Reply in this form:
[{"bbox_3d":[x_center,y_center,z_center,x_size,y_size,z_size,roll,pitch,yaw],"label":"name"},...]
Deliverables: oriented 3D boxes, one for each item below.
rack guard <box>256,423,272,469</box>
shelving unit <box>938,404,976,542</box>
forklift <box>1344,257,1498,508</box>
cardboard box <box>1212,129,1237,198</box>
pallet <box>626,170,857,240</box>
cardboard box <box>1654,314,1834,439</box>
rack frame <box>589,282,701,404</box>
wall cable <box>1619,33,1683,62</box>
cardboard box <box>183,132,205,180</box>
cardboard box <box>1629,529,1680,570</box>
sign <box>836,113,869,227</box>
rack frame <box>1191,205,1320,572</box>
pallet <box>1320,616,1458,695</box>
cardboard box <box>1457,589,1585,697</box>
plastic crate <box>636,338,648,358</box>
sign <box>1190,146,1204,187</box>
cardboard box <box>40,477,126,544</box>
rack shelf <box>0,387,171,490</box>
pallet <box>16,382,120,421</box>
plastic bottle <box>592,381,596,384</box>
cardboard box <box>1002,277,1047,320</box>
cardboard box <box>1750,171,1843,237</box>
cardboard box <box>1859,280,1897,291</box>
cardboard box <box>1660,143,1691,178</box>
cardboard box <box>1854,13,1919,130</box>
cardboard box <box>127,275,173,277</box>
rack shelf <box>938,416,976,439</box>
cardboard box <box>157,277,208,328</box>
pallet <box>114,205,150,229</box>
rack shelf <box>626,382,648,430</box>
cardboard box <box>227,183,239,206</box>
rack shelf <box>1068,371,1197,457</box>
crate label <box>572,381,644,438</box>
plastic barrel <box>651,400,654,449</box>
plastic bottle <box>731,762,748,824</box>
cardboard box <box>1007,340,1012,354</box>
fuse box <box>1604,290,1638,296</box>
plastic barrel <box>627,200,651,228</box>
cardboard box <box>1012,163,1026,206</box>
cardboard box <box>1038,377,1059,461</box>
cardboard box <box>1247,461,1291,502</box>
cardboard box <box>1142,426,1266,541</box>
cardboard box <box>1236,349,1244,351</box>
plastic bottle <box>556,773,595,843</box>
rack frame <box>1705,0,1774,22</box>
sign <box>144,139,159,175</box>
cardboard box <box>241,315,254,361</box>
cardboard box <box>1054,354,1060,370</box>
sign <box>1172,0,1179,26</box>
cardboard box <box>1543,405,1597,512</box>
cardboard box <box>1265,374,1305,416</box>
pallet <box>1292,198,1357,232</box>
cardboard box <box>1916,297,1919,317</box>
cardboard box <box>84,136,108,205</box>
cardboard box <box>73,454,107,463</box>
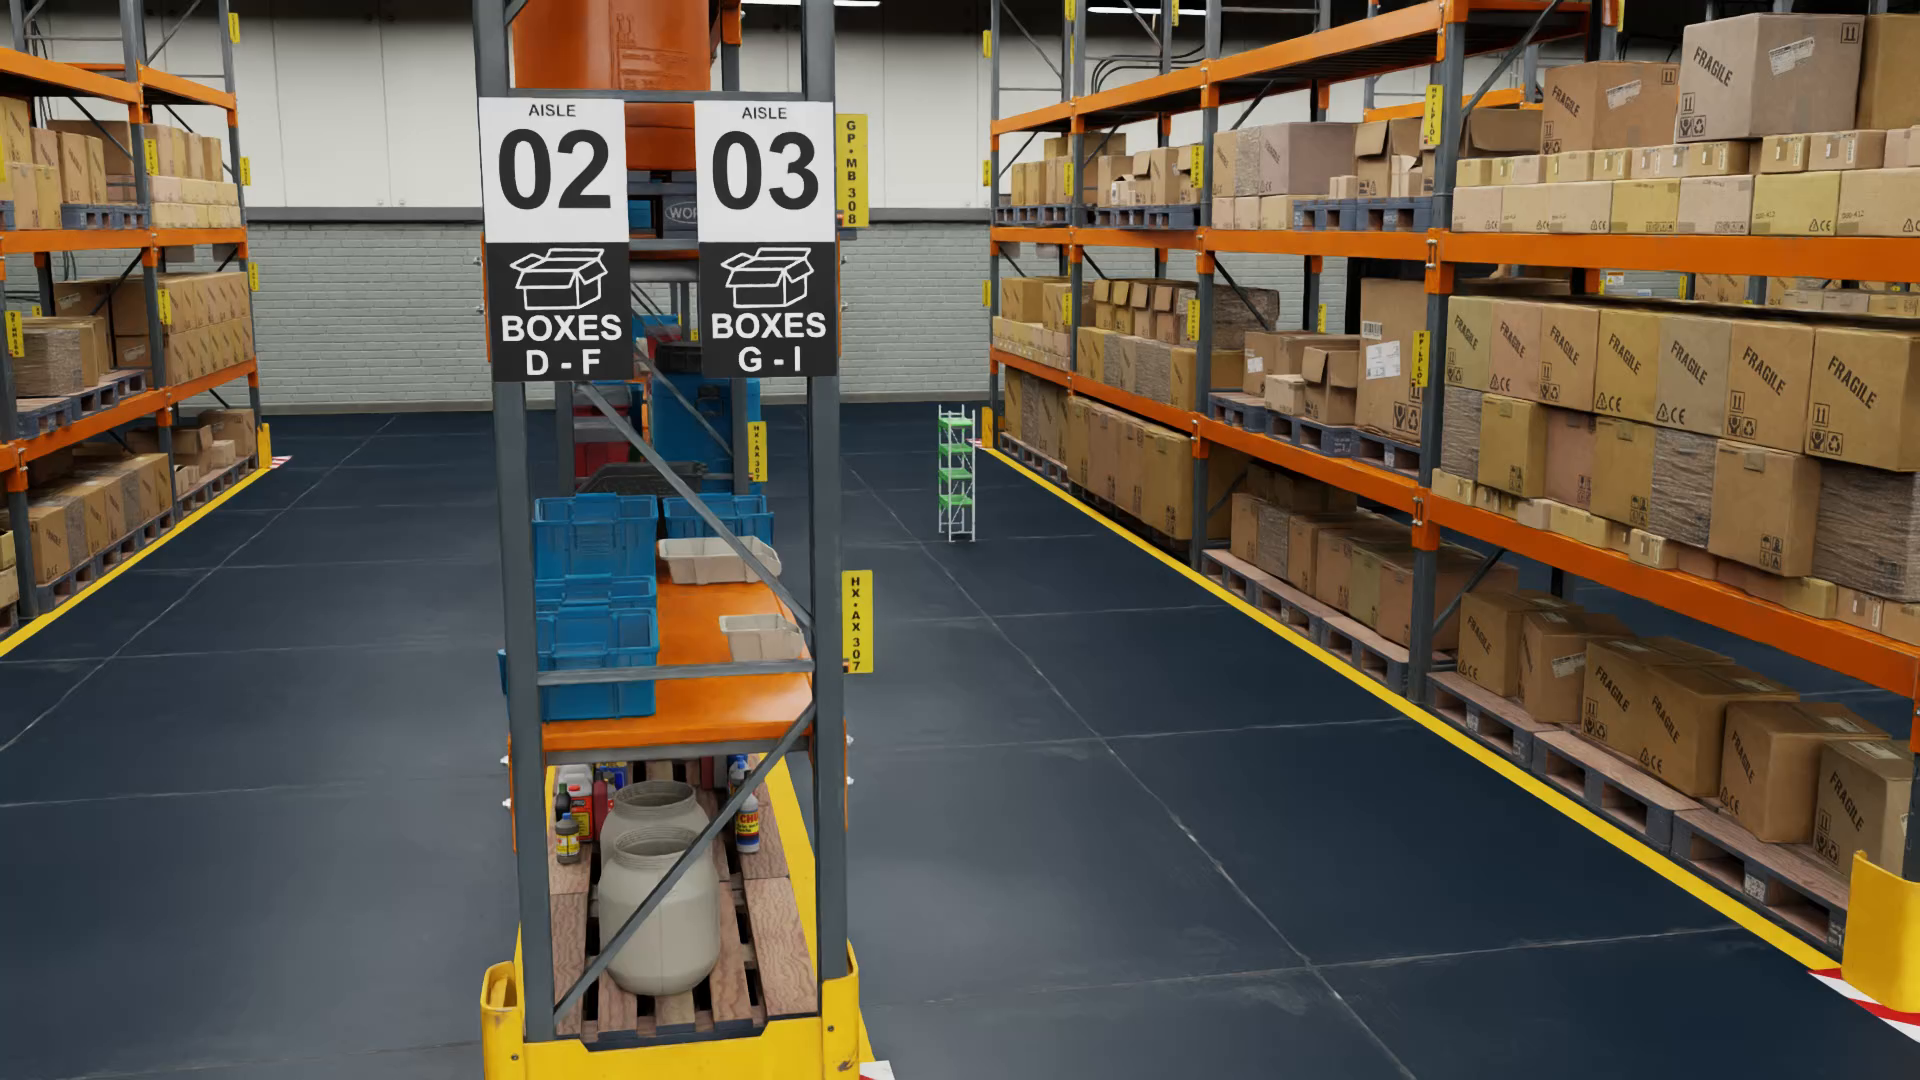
[{"bbox_3d":[-8.817,-1.104,19.713,1.175,0.500,0.348,-2,11,-11],"label":"rack guard"},{"bbox_3d":[-0.032,-0.620,15.297,0.258,1.200,0.503,-2,11,-11],"label":"shelving unit"},{"bbox_3d":[4.797,-1.867,17.222,3.031,2.935,1.130,-5,12,-25],"label":"forklift"},{"bbox_3d":[2.281,-2.911,12.895,0.500,0.500,0.500,-2,11,-10],"label":"cardboard box"},{"bbox_3d":[-0.926,-1.127,5.631,1.003,0.211,1.213,-2,11,-11],"label":"pallet"},{"bbox_3d":[3.451,-0.733,7.339,0.500,0.500,0.500,-2,11,-11],"label":"cardboard box"},{"bbox_3d":[-2.417,-1.058,12.787,1.000,3.000,0.127,-2,11,-11],"label":"rack frame"},{"bbox_3d":[12.702,-7.186,28.835,2.988,3.039,0.133,-2,11,-11],"label":"wall cable"},{"bbox_3d":[-8.500,-4.084,17.718,0.700,0.500,0.500,-2,11,-11],"label":"cardboard box"},{"bbox_3d":[3.345,0.036,7.708,0.380,0.149,0.250,-2,11,-11],"label":"cardboard box"},{"bbox_3d":[-0.320,-1.088,4.898,0.100,0.325,0.005,-2,11,-11],"label":"sign"},{"bbox_3d":[2.442,-1.238,13.733,1.000,3.000,0.127,-2,11,-11],"label":"rack frame"},{"bbox_3d":[3.067,0.723,10.889,1.003,0.211,1.213,-2,11,-11],"label":"pallet"},{"bbox_3d":[3.258,0.592,9.680,0.500,0.500,0.500,-2,11,-13],"label":"cardboard box"},{"bbox_3d":[-3.311,-2.050,18.153,0.437,0.282,0.530,-2,11,-11],"label":"plastic crate"},{"bbox_3d":[1.896,-2.986,13.299,0.100,0.325,0.005,-2,11,-11],"label":"sign"},{"bbox_3d":[-7.391,-0.244,14.019,0.500,0.500,0.500,-3,11,-13],"label":"cardboard box"},{"bbox_3d":[-7.665,-0.892,13.839,1.077,0.370,4.000,-2,11,-11],"label":"rack shelf"},{"bbox_3d":[-7.659,-1.141,13.735,1.003,0.211,1.213,-2,11,-11],"label":"pallet"},{"bbox_3d":[-3.039,-1.189,13.819,0.097,0.271,0.097,0,11,0],"label":"plastic bottle"},{"bbox_3d":[0.811,-2.957,20.362,0.500,0.500,0.500,-2,11,-12],"label":"cardboard box"},{"bbox_3d":[3.555,-1.342,6.655,0.500,0.250,0.500,-2,11,-11],"label":"cardboard box"},{"bbox_3d":[11.022,-2.949,19.780,0.500,0.500,0.500,-2,11,-11],"label":"cardboard box"},{"bbox_3d":[3.384,-1.697,7.457,0.380,0.149,0.250,-3,11,-14],"label":"cardboard box"},{"bbox_3d":[3.974,-1.967,7.142,0.500,0.500,0.500,-2,11,-11],"label":"cardboard box"},{"bbox_3d":[-8.803,-2.608,17.987,0.500,0.500,0.500,-2,11,-10],"label":"cardboard box"},{"bbox_3d":[-0.032,-1.029,15.220,0.258,0.148,0.480,-2,11,-11],"label":"rack shelf"},{"bbox_3d":[-8.070,-2.438,17.096,0.500,0.500,0.500,-2,11,-13],"label":"cardboard box"},{"bbox_3d":[-7.996,-2.871,14.794,1.213,0.211,1.003,-2,11,-11],"label":"pallet"},{"bbox_3d":[-2.806,-1.072,14.781,1.077,0.370,4.000,-2,11,-11],"label":"rack shelf"},{"bbox_3d":[-8.482,-3.906,18.793,0.500,0.250,0.500,-2,11,-11],"label":"cardboard box"},{"bbox_3d":[2.053,-1.252,15.728,1.077,0.370,4.000,-2,11,-11],"label":"rack shelf"},{"bbox_3d":[-2.489,-0.883,11.775,0.502,0.435,0.616,-2,11,-11],"label":"crate label"},{"bbox_3d":[-1.610,-0.575,9.884,0.433,0.535,0.433,0,11,0],"label":"plastic barrel"},{"bbox_3d":[-0.974,1.127,7.429,0.097,0.271,0.097,0,11,0],"label":"plastic bottle"},{"bbox_3d":[0.784,-2.363,20.316,0.380,0.149,0.250,-2,11,-12],"label":"cardboard box"},{"bbox_3d":[11.576,-3.516,29.146,0.539,1.711,0.414,-2,11,-11],"label":"fuse box"},{"bbox_3d":[-1.951,-2.130,9.054,0.600,0.901,0.708,-2,11,-11],"label":"plastic barrel"},{"bbox_3d":[1.031,-4.283,20.048,0.700,0.500,0.500,-3,11,-13],"label":"cardboard box"},{"bbox_3d":[1.439,-1.423,19.266,0.875,0.875,0.875,-2,11,-11],"label":"cardboard box"},{"bbox_3d":[2.601,-0.473,13.216,0.500,0.250,0.500,-2,11,-9],"label":"cardboard box"},{"bbox_3d":[2.328,-0.528,14.562,1.225,0.875,0.875,-3,11,-14],"label":"cardboard box"},{"bbox_3d":[2.614,-1.386,14.244,0.500,0.500,0.500,-2,11,-9],"label":"cardboard box"},{"bbox_3d":[-1.670,1.163,7.226,0.152,0.276,0.135,-2,11,-11],"label":"plastic bottle"},{"bbox_3d":[10.606,-6.013,22.775,1.000,3.000,0.127,-2,11,-11],"label":"rack frame"},{"bbox_3d":[-7.510,-3.554,15.442,0.100,0.325,0.005,-2,11,-11],"label":"sign"},{"bbox_3d":[-8.478,-2.323,19.164,0.500,0.500,0.500,-2,11,-9],"label":"cardboard box"},{"bbox_3d":[1.233,-1.940,18.091,0.380,0.149,0.250,-2,11,-10],"label":"cardboard box"},{"bbox_3d":[2.194,-5.439,17.047,0.100,0.325,0.005,-2,11,-11],"label":"sign"},{"bbox_3d":[3.505,-0.434,8.445,0.875,0.500,0.500,-2,11,-11],"label":"cardboard box"},{"bbox_3d":[2.542,-1.055,12.049,0.500,0.250,0.500,-2,11,-13],"label":"cardboard box"},{"bbox_3d":[2.999,-2.193,11.230,1.213,0.211,1.003,-2,11,-11],"label":"pallet"},{"bbox_3d":[7.705,-1.577,12.573,0.700,0.500,0.500,-2,11,-12],"label":"cardboard box"},{"bbox_3d":[-8.028,-3.295,14.861,0.600,0.600,0.600,-3,11,-16],"label":"cardboard box"},{"bbox_3d":[-8.199,-0.503,15.378,0.500,0.500,0.500,-3,11,-14],"label":"cardboard box"}]
